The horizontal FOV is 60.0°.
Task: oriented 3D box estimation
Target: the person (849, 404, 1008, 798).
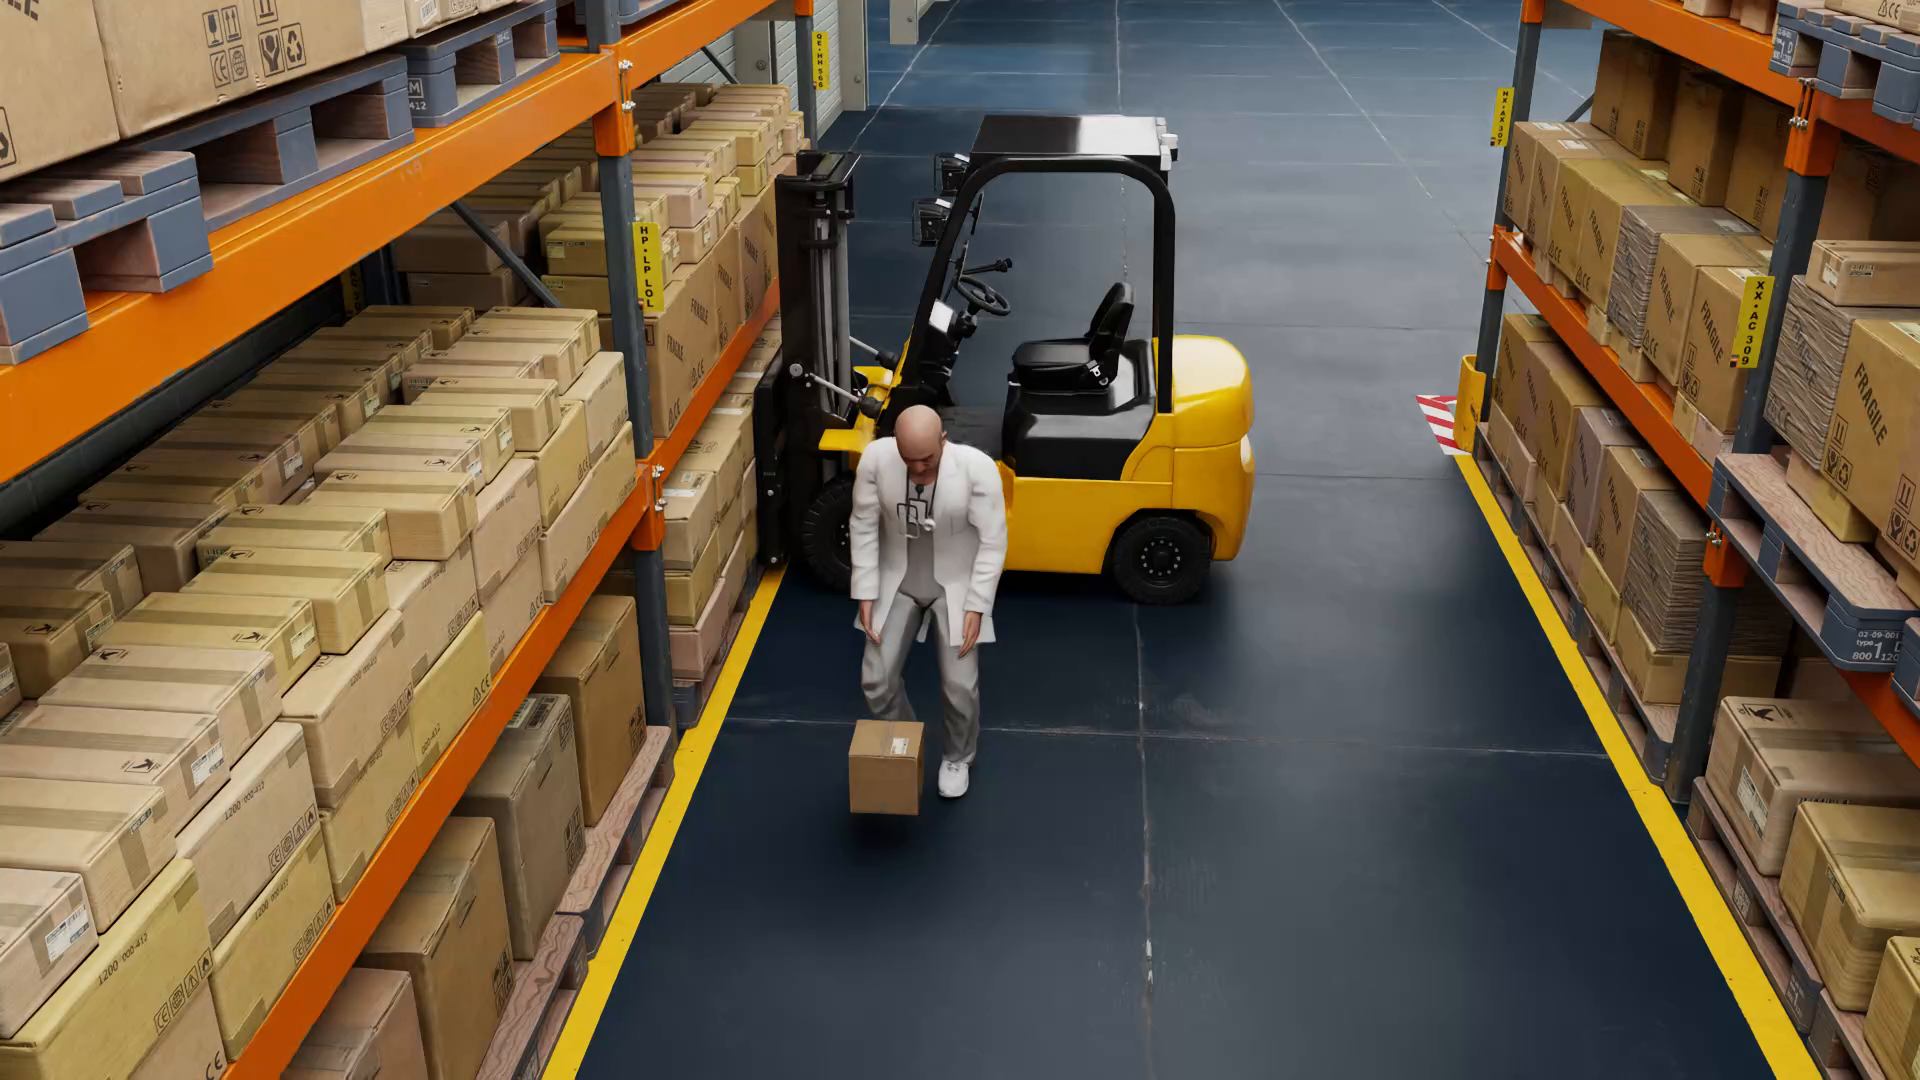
[{"bbox_3d":[-0.112,0.207,6.356,0.615,1.628,0.539,6,25,14],"label":"person"}]
